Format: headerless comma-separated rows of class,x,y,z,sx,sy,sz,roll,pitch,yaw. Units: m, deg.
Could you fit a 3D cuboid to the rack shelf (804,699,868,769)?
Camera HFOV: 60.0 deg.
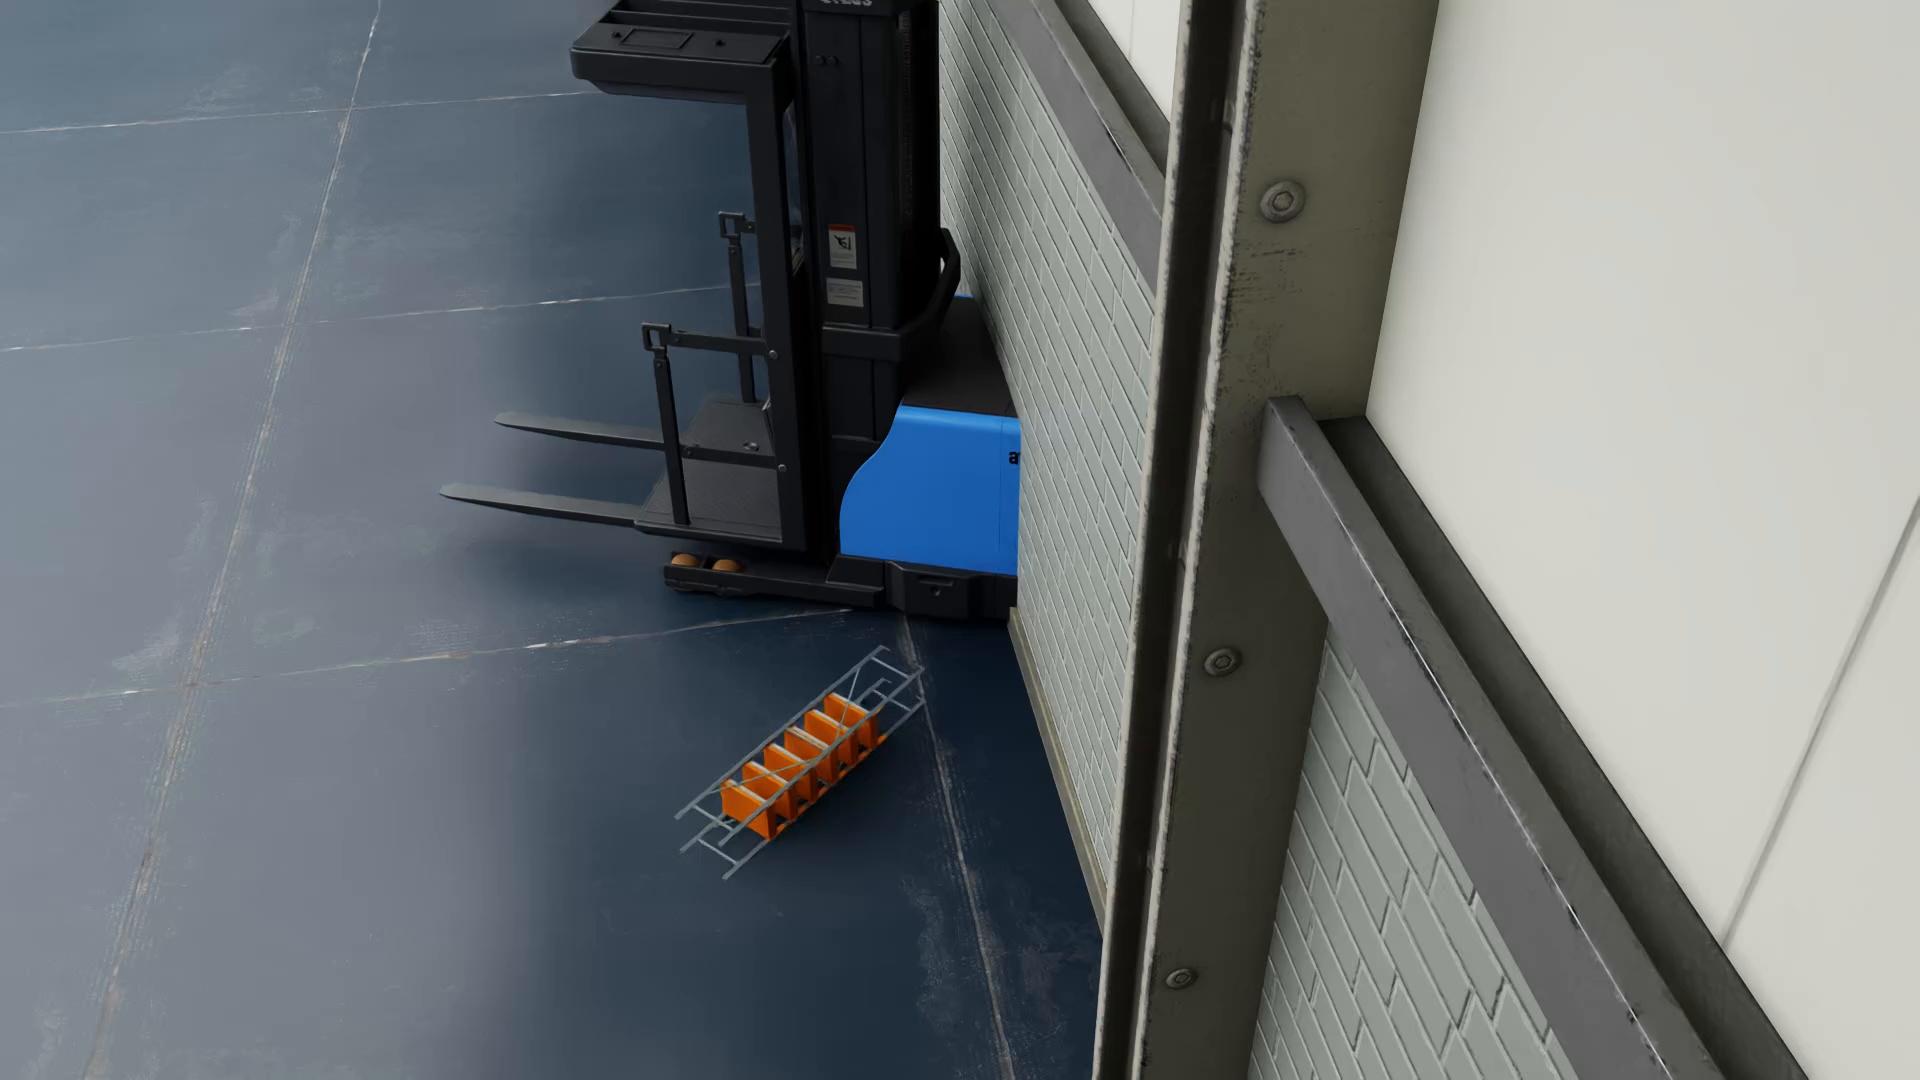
rack shelf,-0.496,0.765,6.608,0.258,0.180,0.103,25,44,29

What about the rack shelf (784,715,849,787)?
rack shelf,-0.569,0.823,6.532,0.258,0.180,0.103,25,44,29

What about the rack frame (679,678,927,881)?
rack frame,-0.596,0.917,6.561,0.240,0.006,1.200,25,44,29

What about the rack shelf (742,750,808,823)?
rack shelf,-0.714,0.940,6.382,0.258,0.180,0.103,25,44,29

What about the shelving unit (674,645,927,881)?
shelving unit,-0.596,0.845,6.505,0.258,0.189,1.200,25,44,29

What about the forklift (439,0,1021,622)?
forklift,-0.856,-1.214,6.924,3.031,2.935,1.130,7,38,9

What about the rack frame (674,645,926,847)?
rack frame,-0.596,0.773,6.448,0.240,0.006,1.200,25,44,29

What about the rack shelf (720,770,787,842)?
rack shelf,-0.787,0.999,6.306,0.258,0.180,0.103,25,44,29

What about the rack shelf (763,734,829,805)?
rack shelf,-0.641,0.882,6.457,0.258,0.180,0.103,25,44,29

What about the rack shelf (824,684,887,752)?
rack shelf,-0.423,0.706,6.683,0.258,0.180,0.103,25,44,29
